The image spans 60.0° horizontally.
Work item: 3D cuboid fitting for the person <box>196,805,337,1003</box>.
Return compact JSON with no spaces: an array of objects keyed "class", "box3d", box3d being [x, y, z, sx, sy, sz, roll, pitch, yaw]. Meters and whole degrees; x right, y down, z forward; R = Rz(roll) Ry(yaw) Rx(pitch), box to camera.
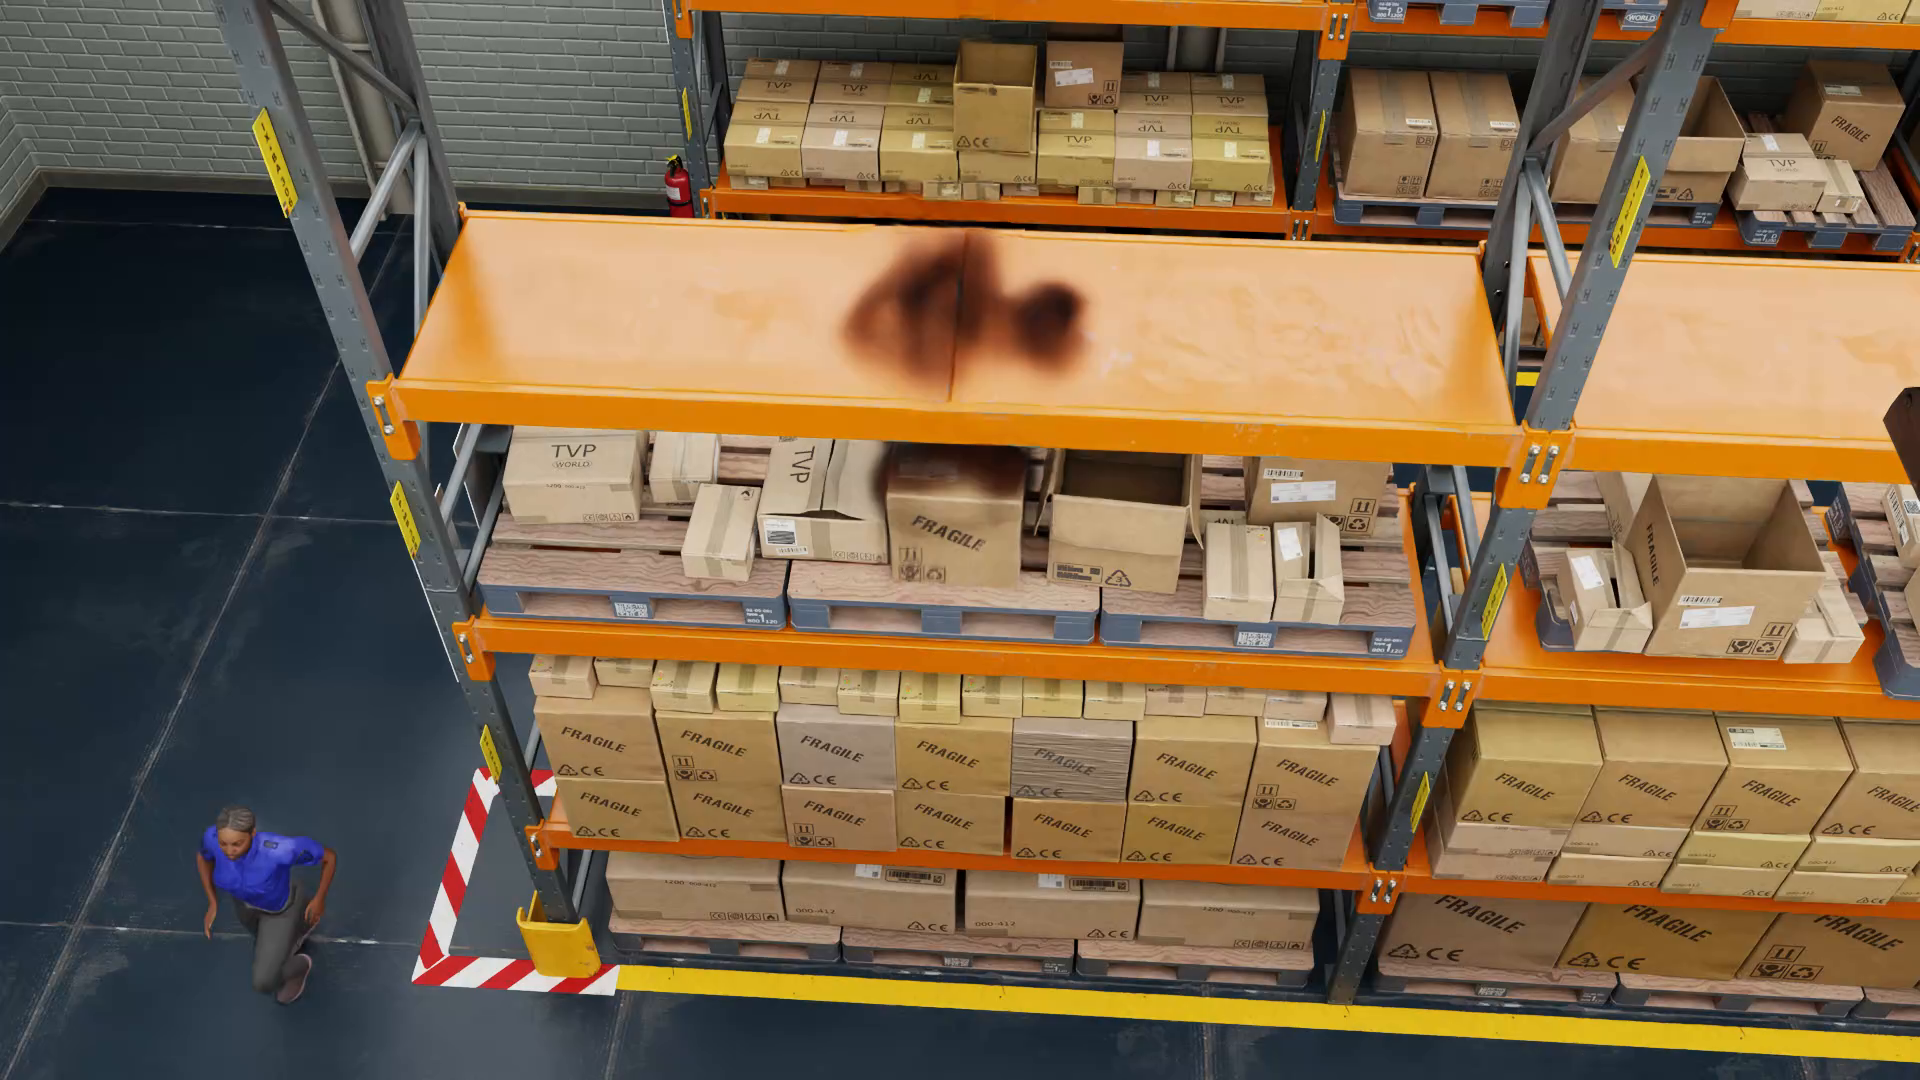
[{"class":"person","box3d":[-3.331,1.777,8.064,0.650,1.624,0.634,14,49,13]}]
